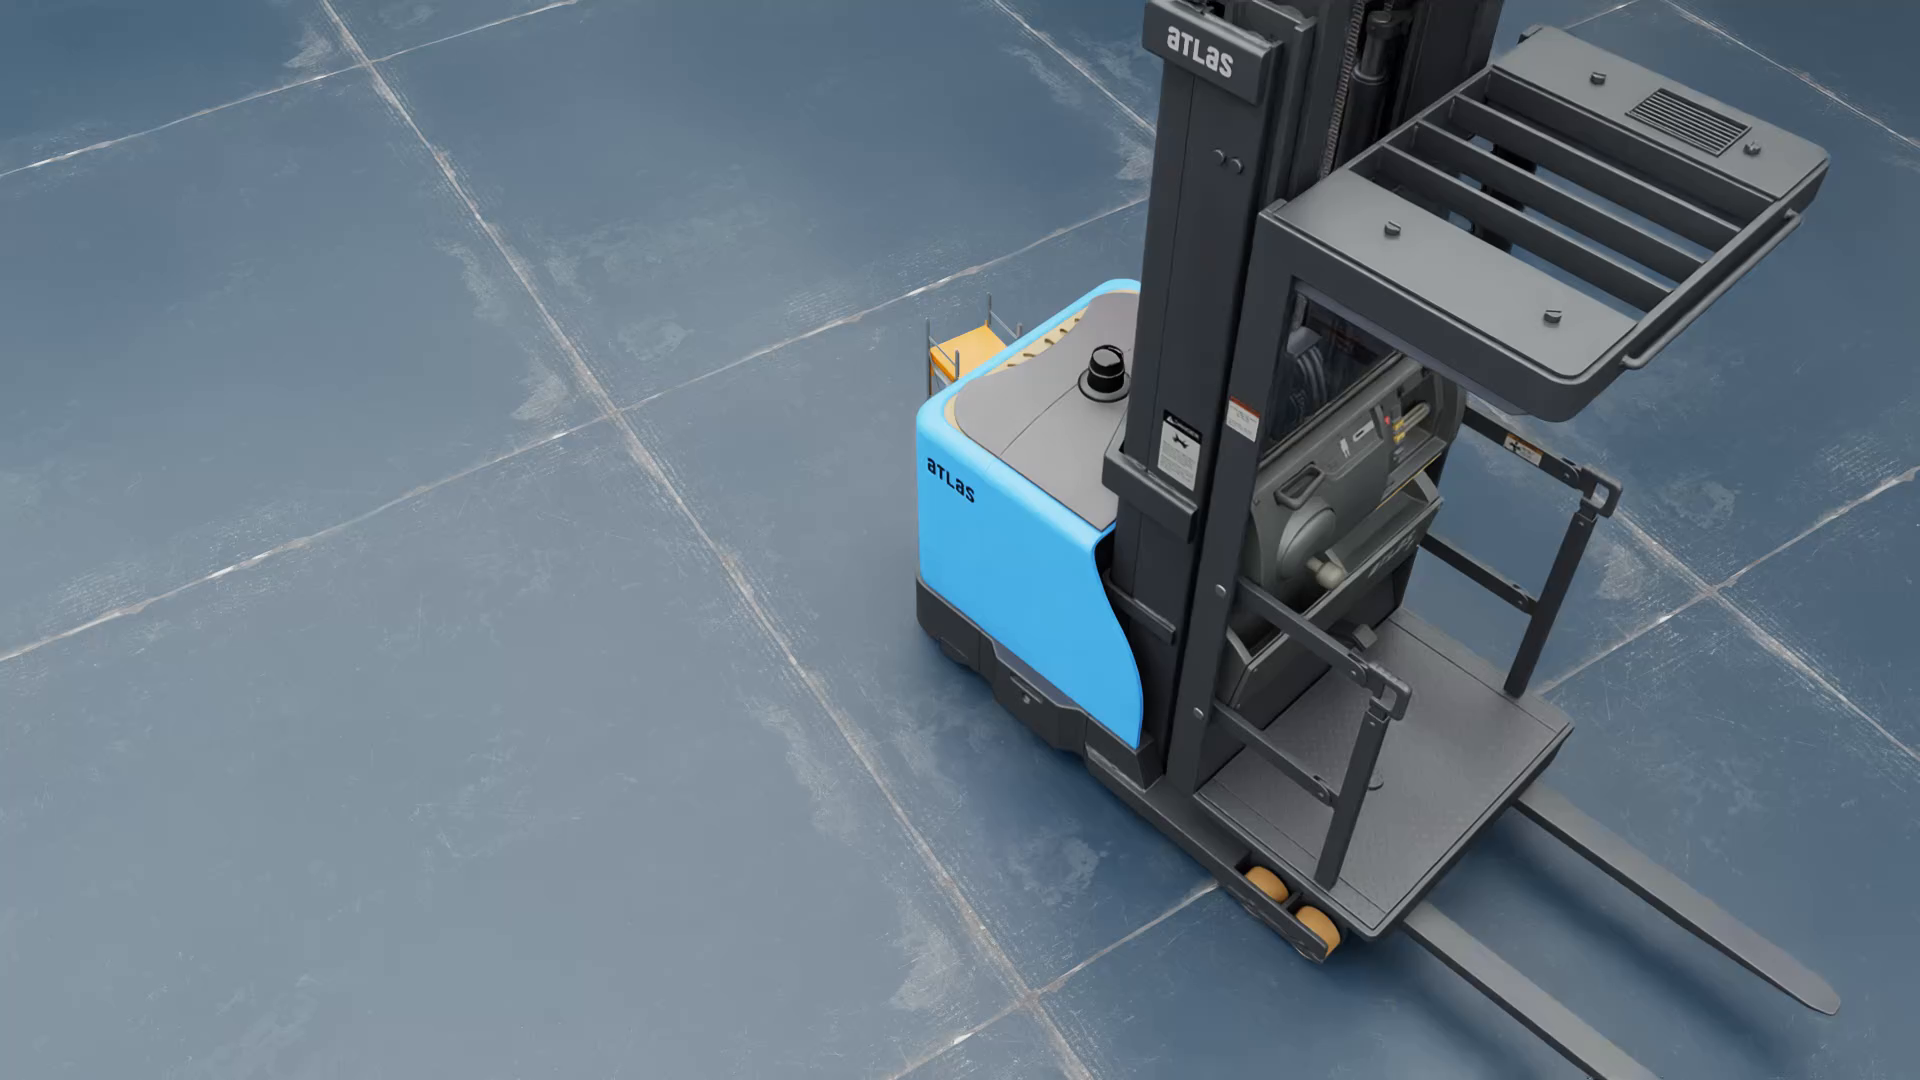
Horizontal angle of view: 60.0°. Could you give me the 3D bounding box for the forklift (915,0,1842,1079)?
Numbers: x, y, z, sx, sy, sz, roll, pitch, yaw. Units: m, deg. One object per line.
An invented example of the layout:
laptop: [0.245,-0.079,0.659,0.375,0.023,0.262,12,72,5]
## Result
forklift: [1.236,-0.132,4.405,1.130,2.935,3.031,-36,58,-28]

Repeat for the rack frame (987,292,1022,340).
rack frame: [0.147,-0.420,5.921,0.008,1.050,0.200,-26,53,-21]

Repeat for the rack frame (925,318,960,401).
rack frame: [-0.058,-0.322,5.834,0.008,1.050,0.200,-26,53,-21]

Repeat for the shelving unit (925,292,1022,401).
shelving unit: [0.044,-0.371,5.877,0.252,1.050,0.215,-26,53,-21]

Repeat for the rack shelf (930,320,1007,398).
rack shelf: [0.045,-0.553,5.673,0.240,0.259,0.215,-26,53,-21]
